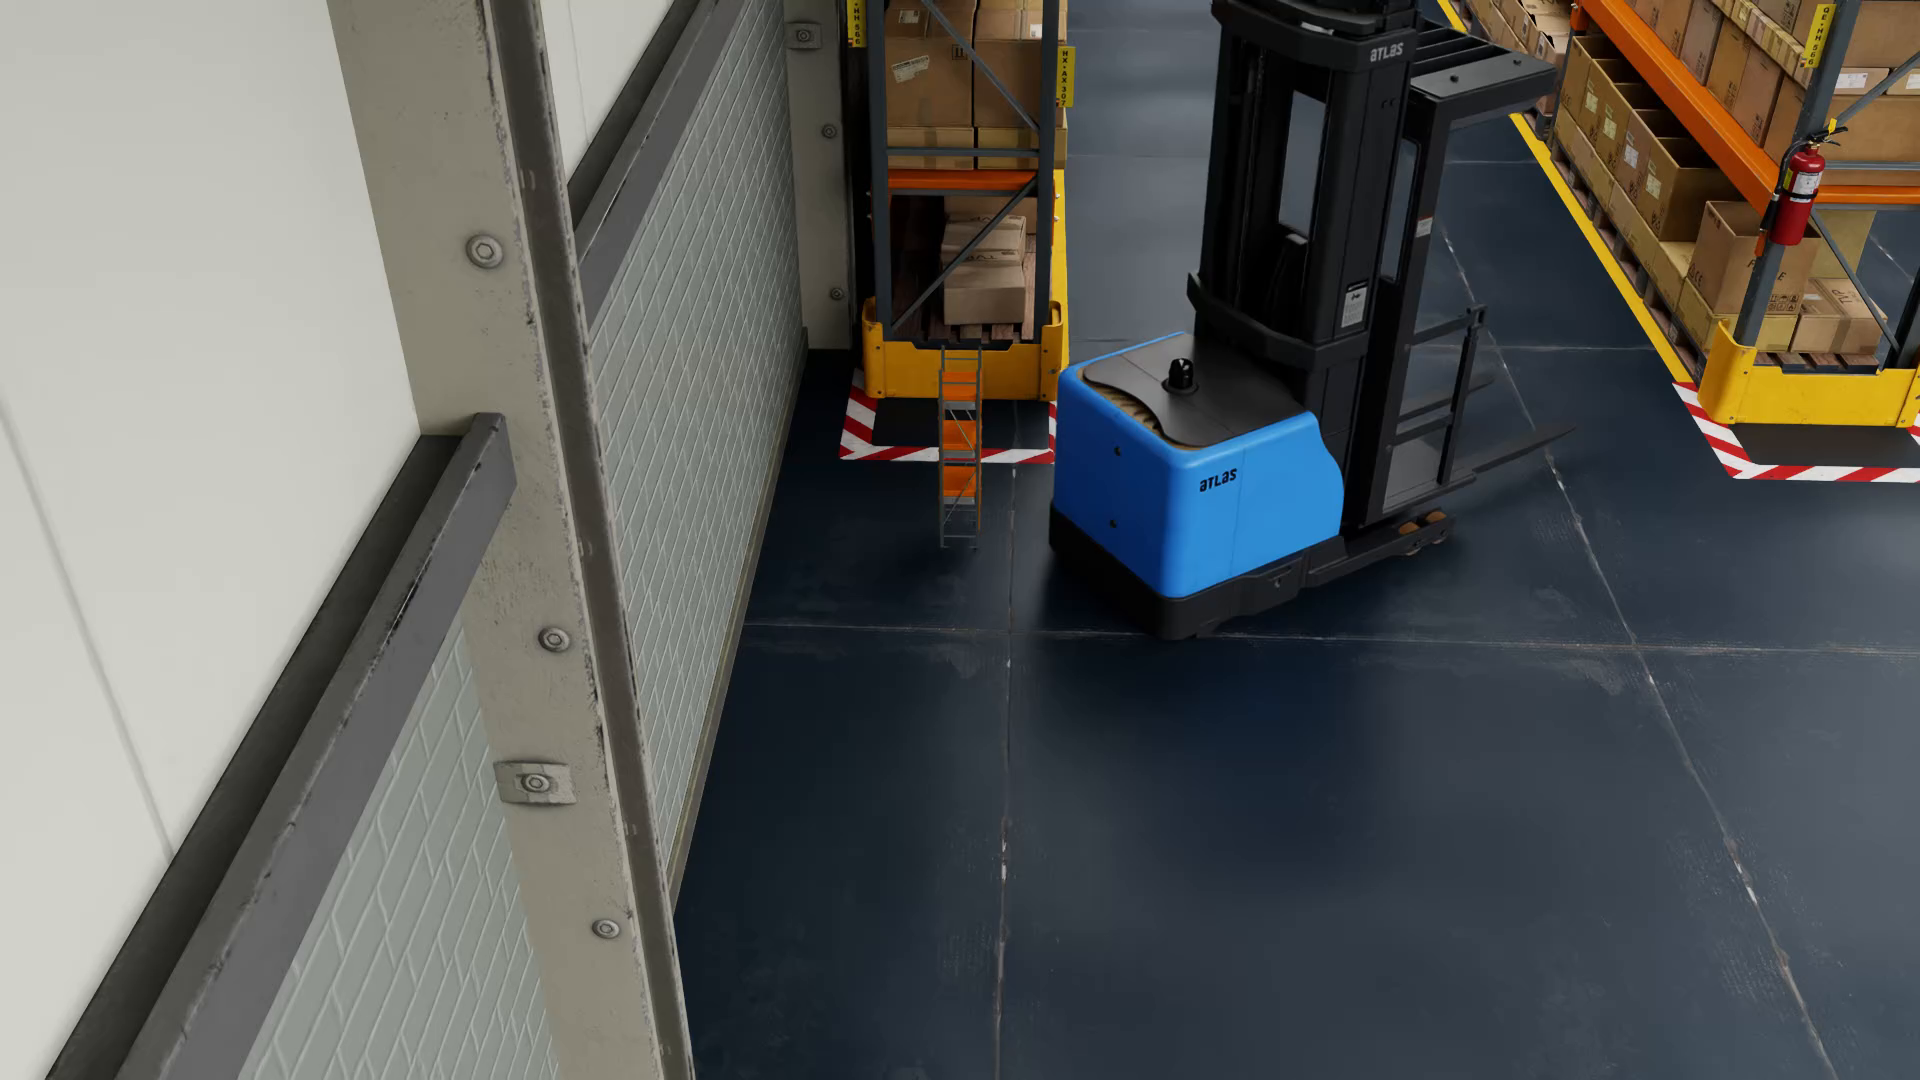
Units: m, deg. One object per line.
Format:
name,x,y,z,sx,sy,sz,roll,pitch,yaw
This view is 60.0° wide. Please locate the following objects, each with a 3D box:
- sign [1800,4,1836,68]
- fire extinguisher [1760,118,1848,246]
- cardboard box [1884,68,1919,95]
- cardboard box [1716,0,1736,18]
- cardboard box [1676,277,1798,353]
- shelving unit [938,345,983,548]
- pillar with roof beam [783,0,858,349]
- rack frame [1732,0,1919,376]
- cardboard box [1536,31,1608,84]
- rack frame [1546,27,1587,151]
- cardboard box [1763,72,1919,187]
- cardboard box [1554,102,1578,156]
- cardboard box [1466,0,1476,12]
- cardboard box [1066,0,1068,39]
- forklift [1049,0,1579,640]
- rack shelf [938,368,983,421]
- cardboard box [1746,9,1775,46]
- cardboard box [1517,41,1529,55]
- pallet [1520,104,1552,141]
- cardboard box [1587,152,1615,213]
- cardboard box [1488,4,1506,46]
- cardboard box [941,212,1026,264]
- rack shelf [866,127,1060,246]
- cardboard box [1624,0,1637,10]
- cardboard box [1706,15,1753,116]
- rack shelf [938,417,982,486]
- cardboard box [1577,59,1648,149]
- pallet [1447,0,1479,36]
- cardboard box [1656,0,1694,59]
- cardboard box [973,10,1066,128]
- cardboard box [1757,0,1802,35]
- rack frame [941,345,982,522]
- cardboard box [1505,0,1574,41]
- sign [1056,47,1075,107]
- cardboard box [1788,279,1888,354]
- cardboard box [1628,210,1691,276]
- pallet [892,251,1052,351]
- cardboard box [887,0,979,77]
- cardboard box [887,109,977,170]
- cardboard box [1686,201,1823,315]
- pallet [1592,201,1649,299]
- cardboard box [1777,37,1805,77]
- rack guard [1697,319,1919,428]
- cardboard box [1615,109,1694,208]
sign,4.422,-2.595,8.566,0.100,0.325,0.005,1,35,2
fire extinguisher,4.495,-1.915,8.879,0.296,0.674,0.183,1,35,2
cardboard box,5.195,-2.530,9.036,0.380,0.149,0.250,1,35,2
cardboard box,4.840,-3.278,10.100,0.380,0.149,0.250,2,35,3
cardboard box,4.690,-1.365,10.056,0.500,0.250,0.500,1,35,2
shelving unit,0.002,-0.460,8.438,0.215,1.050,0.252,1,35,2
pillar with roof beam,3.480,-4.893,7.832,9.100,9.000,0.400,1,35,2
rack frame,4.964,-2.003,8.938,1.000,3.000,0.127,1,35,2
cardboard box,4.855,-3.817,13.057,0.500,0.311,0.500,1,35,2
rack frame,5.125,-4.302,12.208,1.000,3.000,0.127,1,35,2
cardboard box,4.996,-2.312,9.290,0.700,0.500,0.500,1,35,2
cardboard box,4.803,-3.089,12.508,0.500,0.250,0.500,1,35,2
cardboard box,4.952,-5.064,15.318,0.500,0.250,0.500,0,35,1
cardboard box,0.391,-3.217,10.125,0.500,0.500,0.500,0,35,0
forklift,1.977,-1.359,8.080,3.031,2.935,1.130,-20,40,-26
rack shelf,0.002,-0.684,8.280,0.215,0.259,0.240,1,35,2
cardboard box,4.821,-2.975,9.670,0.380,0.149,0.250,2,35,3
cardboard box,4.874,-3.884,13.640,0.500,0.250,0.500,1,35,1
pallet,5.115,-3.585,13.613,1.003,0.211,1.213,1,35,2
cardboard box,4.753,-2.515,11.691,0.500,0.250,0.500,1,35,2
cardboard box,4.916,-4.470,14.474,0.500,0.250,0.500,2,35,3
cardboard box,0.155,-1.919,10.773,0.500,0.311,0.500,4,35,6
rack shelf,0.095,-2.970,10.939,1.077,0.370,4.000,1,35,2
cardboard box,5.113,-4.087,11.816,0.700,0.500,0.500,0,35,1
cardboard box,5.038,-2.899,10.125,0.700,0.500,0.500,2,35,2
rack shelf,0.002,-0.452,8.444,0.215,0.259,0.240,1,35,2
cardboard box,4.781,-3.109,11.884,0.500,0.500,0.500,1,35,2
pallet,5.213,-4.987,15.608,1.003,0.211,1.213,1,35,2
cardboard box,5.074,-3.496,10.975,0.700,0.500,0.500,2,35,3
cardboard box,0.334,-2.637,9.300,0.500,0.500,0.500,1,35,2
cardboard box,5.013,-3.176,9.390,0.700,0.500,0.500,0,35,1
rack frame,0.007,-0.530,8.537,0.200,1.050,0.008,1,35,2
cardboard box,4.892,-4.403,13.890,0.500,0.311,0.500,1,35,2
sign,0.556,-2.457,8.831,0.100,0.325,0.005,1,35,2
cardboard box,5.208,-1.353,10.039,0.500,0.250,0.500,1,35,2
cardboard box,4.717,-1.940,10.874,0.500,0.250,0.500,1,35,2
pallet,0.085,-1.484,10.624,1.003,0.211,1.213,1,35,2
cardboard box,-0.149,-2.934,9.723,0.500,0.500,0.500,2,35,3
cardboard box,-0.161,-2.336,9.523,0.500,0.250,0.500,2,35,3
cardboard box,4.688,-1.672,9.840,0.500,0.500,0.500,1,35,2
pallet,5.005,-2.002,11.361,1.003,0.211,1.213,1,35,2
cardboard box,4.798,-2.684,9.255,0.380,0.149,0.250,2,35,3
rack guard,4.963,-0.967,9.637,1.175,0.500,0.348,1,35,2
cardboard box,4.735,-2.534,11.067,0.500,0.500,0.500,1,35,2
